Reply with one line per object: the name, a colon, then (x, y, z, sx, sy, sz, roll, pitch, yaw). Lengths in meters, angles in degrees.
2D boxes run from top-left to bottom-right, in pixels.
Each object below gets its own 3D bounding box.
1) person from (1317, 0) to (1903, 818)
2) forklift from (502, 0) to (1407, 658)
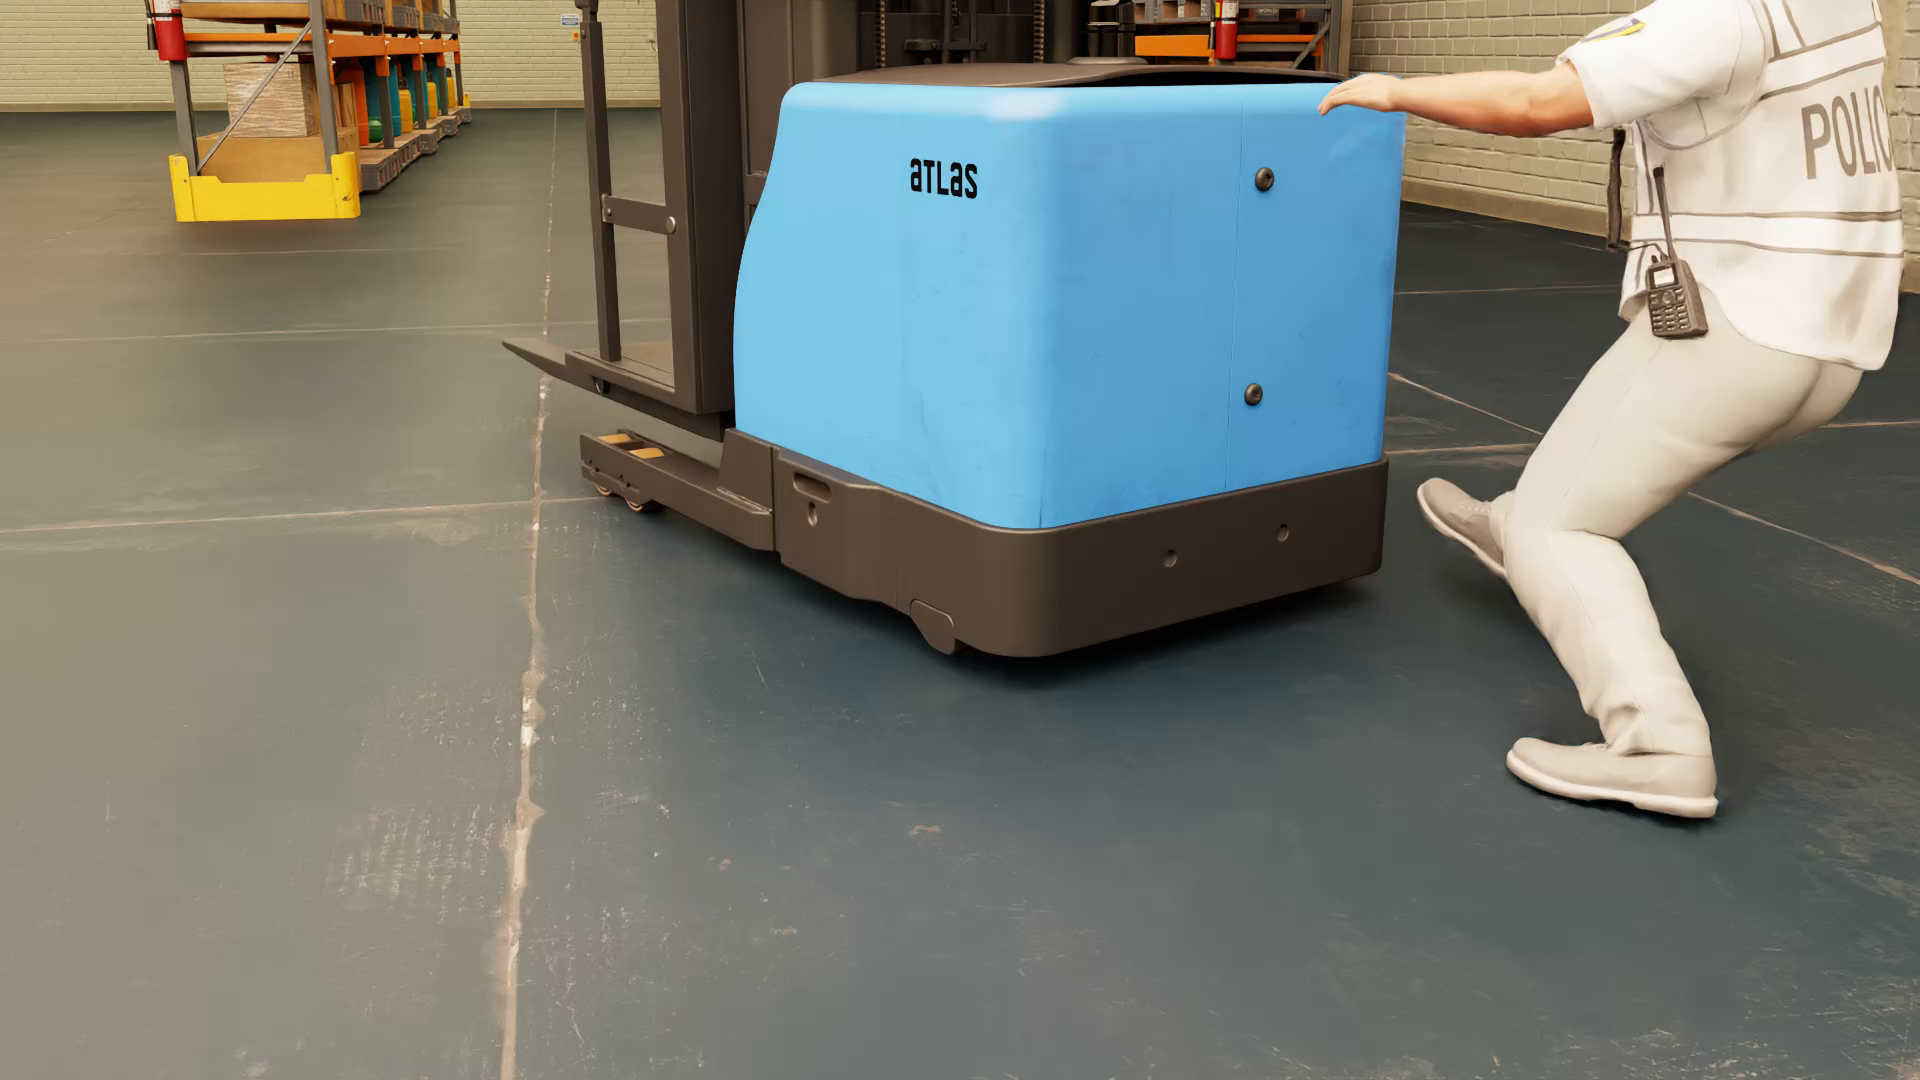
person: (1.106, -0.465, 2.959, 0.949, 1.520, 1.108, -12, 20, -35)
forklift: (-0.350, -1.547, 4.075, 1.130, 2.935, 3.031, -11, 20, -34)
